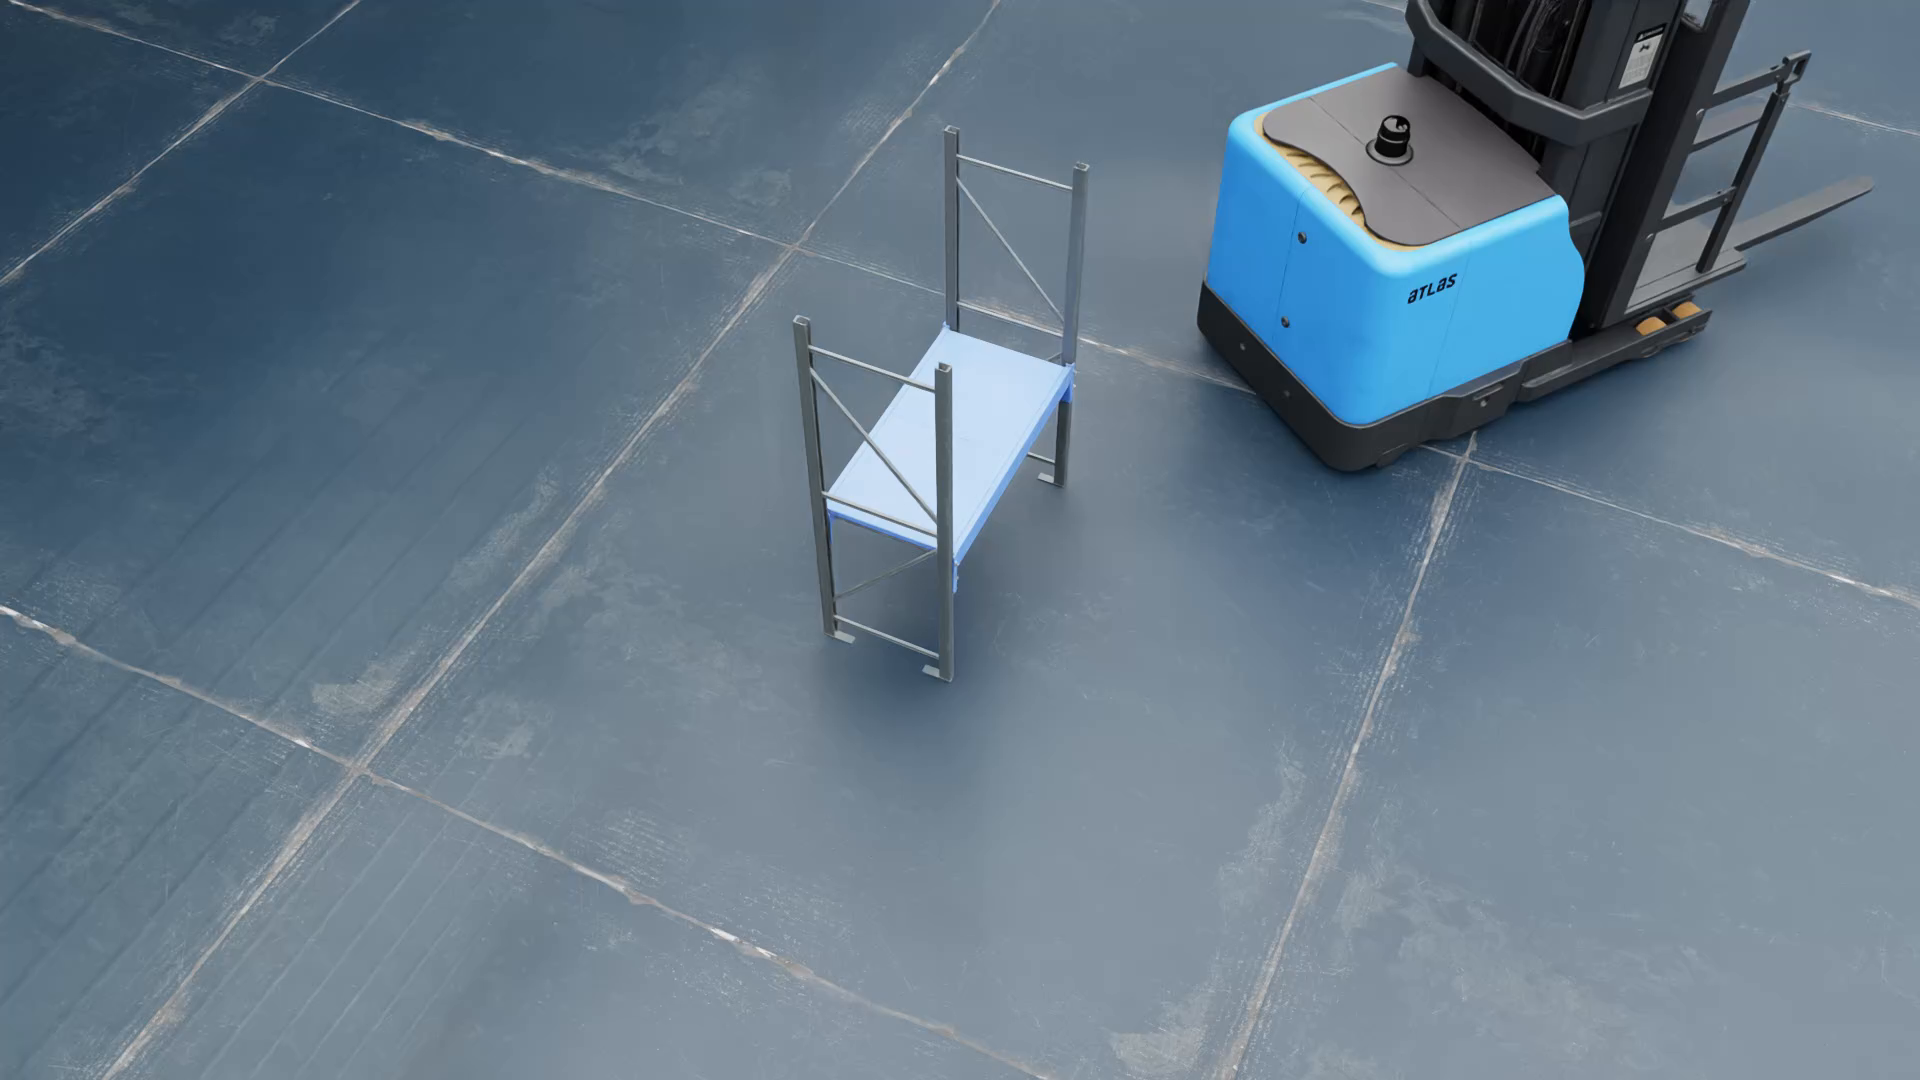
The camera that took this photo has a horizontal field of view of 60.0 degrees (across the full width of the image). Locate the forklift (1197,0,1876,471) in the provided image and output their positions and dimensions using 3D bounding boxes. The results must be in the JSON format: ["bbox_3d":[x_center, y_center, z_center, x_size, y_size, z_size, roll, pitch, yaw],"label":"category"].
[{"bbox_3d":[2.529,-2.040,6.061,3.031,2.935,1.130,-23,53,-18],"label":"forklift"}]

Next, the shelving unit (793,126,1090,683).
[{"bbox_3d":[-0.036,-0.427,5.629,0.538,1.500,1.048,20,52,16],"label":"shelving unit"}]

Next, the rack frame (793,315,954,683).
[{"bbox_3d":[-0.254,-0.077,5.331,0.500,1.500,0.032,20,52,16],"label":"rack frame"}]

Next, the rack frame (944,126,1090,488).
[{"bbox_3d":[0.181,-0.777,5.927,0.500,1.500,0.032,20,52,16],"label":"rack frame"}]

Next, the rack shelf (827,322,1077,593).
[{"bbox_3d":[-0.036,-0.311,5.766,0.538,0.185,1.000,20,52,16],"label":"rack shelf"}]
